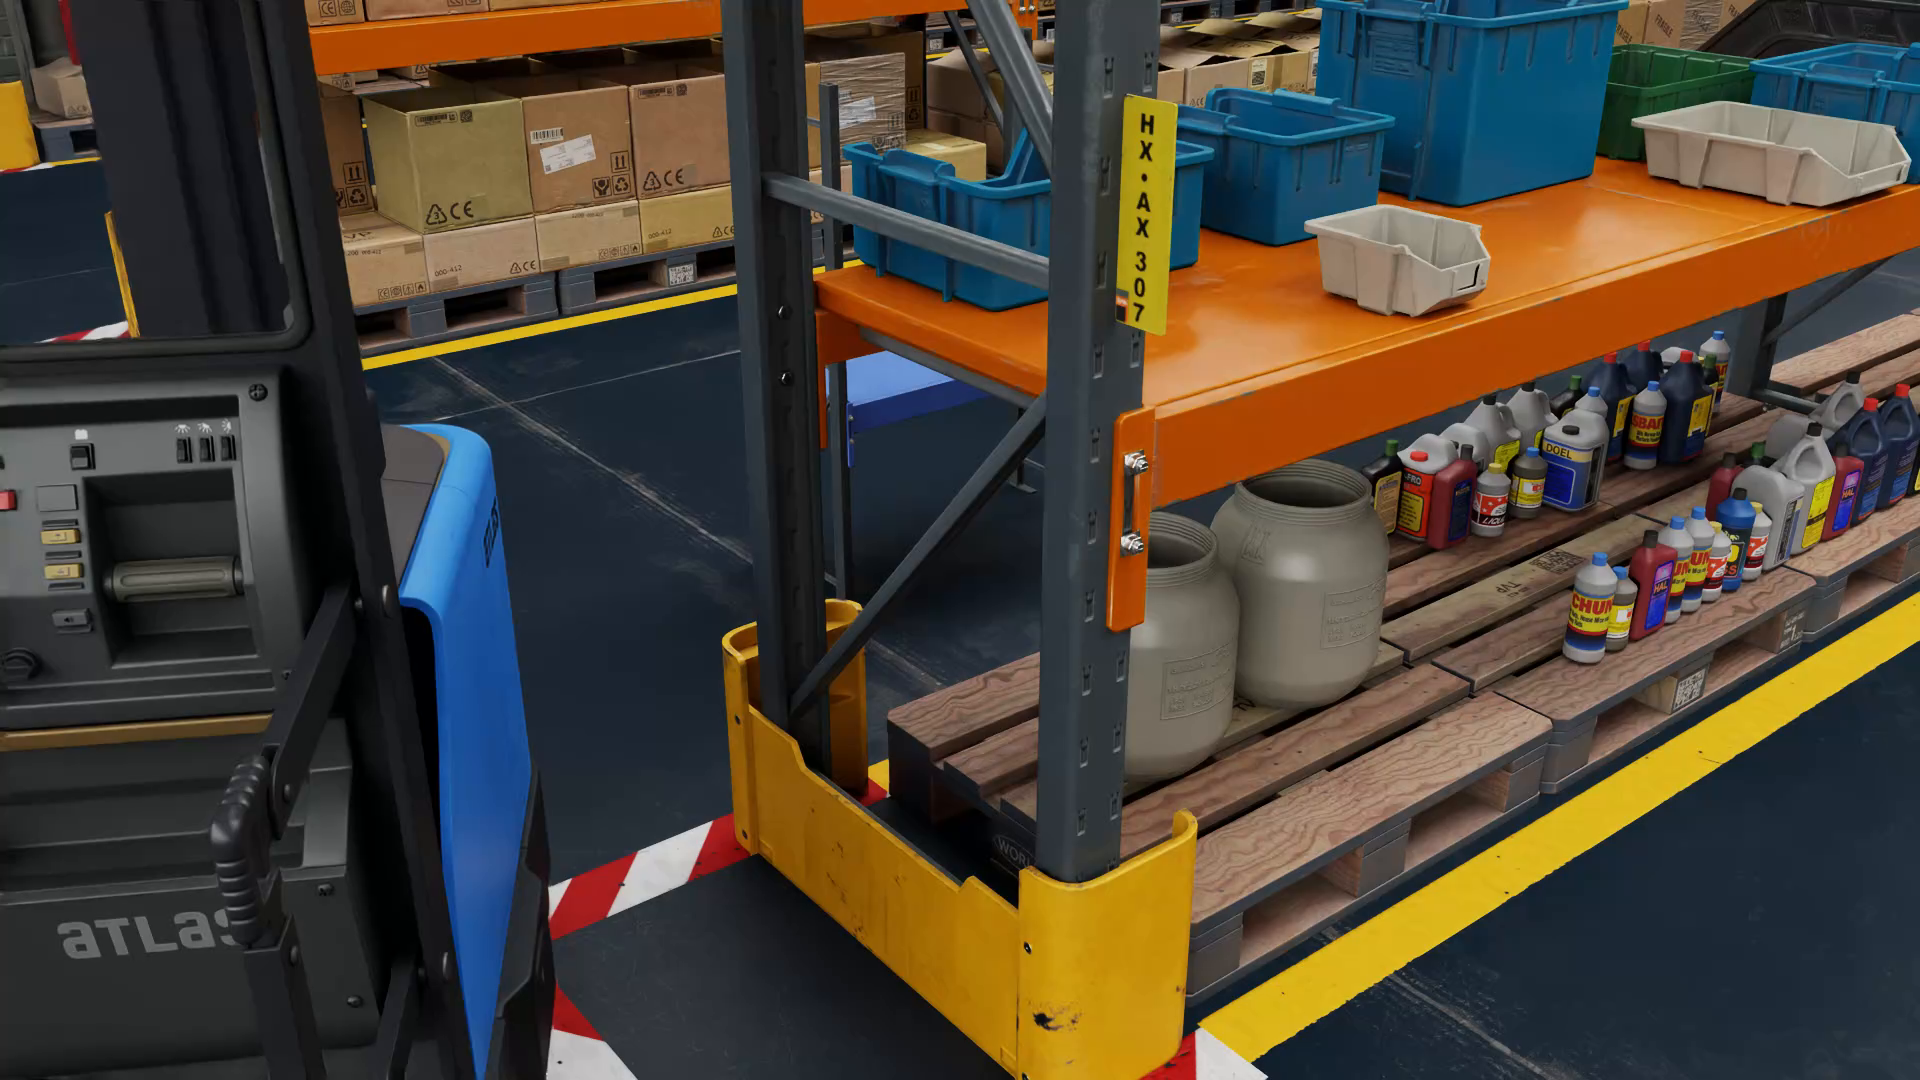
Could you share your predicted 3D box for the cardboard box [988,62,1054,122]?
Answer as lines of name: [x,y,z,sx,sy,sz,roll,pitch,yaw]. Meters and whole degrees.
cardboard box: [0.497,-2.415,8.992,0.500,0.311,0.500,-18,30,-34]

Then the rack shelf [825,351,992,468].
rack shelf: [-0.067,-0.495,4.962,1.000,0.185,0.538,-18,31,-34]

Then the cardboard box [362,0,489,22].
cardboard box: [-2.344,-2.454,6.855,0.500,0.500,0.700,-17,30,-33]

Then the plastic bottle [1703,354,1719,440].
plastic bottle: [2.379,-0.452,5.366,0.133,0.283,0.061,-18,31,-34]

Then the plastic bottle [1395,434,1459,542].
plastic bottle: [1.314,-0.154,4.732,0.135,0.276,0.152,-18,30,-34]

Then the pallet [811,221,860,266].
pallet: [-0.633,-1.735,8.738,1.213,0.211,1.003,-18,31,-34]

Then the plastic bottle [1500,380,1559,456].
plastic bottle: [1.698,-0.317,4.994,0.185,0.351,0.144,-19,31,-34]

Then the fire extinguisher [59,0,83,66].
fire extinguisher: [-3.509,-2.242,6.609,0.183,0.674,0.296,-18,31,-34]

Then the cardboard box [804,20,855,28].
cardboard box: [-1.279,-4.499,13.828,0.500,0.500,0.700,-18,31,-34]

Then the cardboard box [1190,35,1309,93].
cardboard box: [1.706,-2.815,9.853,0.500,0.311,0.500,-17,30,-33]

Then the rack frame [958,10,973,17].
rack frame: [0.106,-5.872,14.338,0.127,3.000,1.000,-18,31,-34]

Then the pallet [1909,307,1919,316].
pallet: [4.627,-0.821,6.769,1.213,0.211,1.003,-18,31,-34]

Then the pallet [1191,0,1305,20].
pallet: [2.693,-5.420,16.679,1.213,0.211,1.003,-18,31,-34]

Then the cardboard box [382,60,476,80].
cardboard box: [-3.833,-3.615,11.924,0.500,0.500,0.500,-21,32,-38]

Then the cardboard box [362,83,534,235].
cardboard box: [-2.178,-1.633,7.082,0.500,0.500,0.500,-18,31,-34]

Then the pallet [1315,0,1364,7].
pallet: [3.901,-5.817,17.534,1.213,0.211,1.003,-18,31,-34]

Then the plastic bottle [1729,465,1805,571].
plastic bottle: [2.207,-0.077,4.566,0.135,0.276,0.152,-18,30,-33]

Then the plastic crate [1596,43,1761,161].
plastic crate: [1.829,-1.195,4.514,0.662,0.188,0.450,-18,31,-34]

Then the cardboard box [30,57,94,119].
cardboard box: [-5.589,-2.923,10.657,0.500,0.311,0.500,-23,33,-40]

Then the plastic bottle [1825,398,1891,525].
plastic bottle: [2.592,-0.236,4.819,0.185,0.351,0.144,-20,32,-37]

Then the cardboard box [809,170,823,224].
cardboard box: [-0.996,-1.682,8.078,0.500,0.250,0.500,-18,31,-34]

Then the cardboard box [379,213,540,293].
cardboard box: [-2.179,-1.293,7.241,0.500,0.250,0.500,-18,31,-34]

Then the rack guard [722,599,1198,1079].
rack guard: [-0.045,0.587,3.392,0.348,0.500,1.175,-18,31,-34]

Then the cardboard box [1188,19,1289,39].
cardboard box: [1.762,-3.120,10.510,0.500,0.311,0.500,-19,31,-35]

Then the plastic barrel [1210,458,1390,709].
plastic barrel: [0.789,0.100,3.928,0.421,0.512,0.421,0,25,0]

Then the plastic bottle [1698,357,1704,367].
plastic bottle: [2.471,-0.517,5.602,0.097,0.201,0.097,0,25,0]

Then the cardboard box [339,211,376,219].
cardboard box: [-2.890,-1.334,7.328,0.500,0.250,0.500,-18,31,-34]

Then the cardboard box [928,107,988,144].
cardboard box: [0.166,-2.340,9.495,0.500,0.250,0.500,-19,31,-35]

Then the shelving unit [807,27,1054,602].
shelving unit: [-0.067,-0.658,4.887,1.048,1.500,0.538,-18,31,-34]

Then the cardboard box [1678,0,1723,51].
cardboard box: [5.313,-3.858,12.445,0.500,0.500,0.500,-18,30,-33]

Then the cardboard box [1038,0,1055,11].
cardboard box: [0.766,-5.235,15.021,0.750,0.750,0.750,-19,31,-35]

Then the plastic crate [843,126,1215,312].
plastic crate: [0.133,-0.673,3.314,0.616,0.251,0.499,-18,31,-34]

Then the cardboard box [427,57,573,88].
cardboard box: [-2.113,-1.939,7.742,0.500,0.500,0.500,-18,31,-34]

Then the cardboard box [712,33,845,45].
cardboard box: [-0.928,-2.327,8.577,0.500,0.500,0.500,-18,31,-34]

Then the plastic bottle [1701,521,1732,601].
plastic bottle: [1.970,0.050,4.381,0.097,0.201,0.097,0,25,0]

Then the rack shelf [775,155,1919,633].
rack shelf: [1.498,-0.705,4.060,4.000,0.370,1.077,-18,31,-34]

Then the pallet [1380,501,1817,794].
pallet: [1.557,0.194,4.582,1.213,0.211,1.003,-18,31,-34]

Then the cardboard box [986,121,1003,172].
cardboard box: [0.489,-2.159,9.105,0.500,0.250,0.500,-19,31,-35]

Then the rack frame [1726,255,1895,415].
rack frame: [3.072,-1.551,5.028,0.127,3.000,1.000,-18,31,-34]

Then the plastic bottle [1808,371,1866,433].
plastic bottle: [2.654,-0.334,5.030,0.185,0.351,0.144,-18,31,-34]

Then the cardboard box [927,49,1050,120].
cardboard box: [0.160,-2.590,9.370,0.500,0.311,0.500,-18,31,-34]

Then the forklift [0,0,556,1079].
forklift: [-1.191,0.055,1.650,1.130,2.935,3.031,-4,25,-8]

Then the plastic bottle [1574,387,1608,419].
plastic bottle: [1.939,-0.341,5.140,0.097,0.271,0.097,0,25,0]

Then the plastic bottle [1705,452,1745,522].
plastic bottle: [2.141,-0.116,4.640,0.133,0.283,0.061,-18,31,-34]

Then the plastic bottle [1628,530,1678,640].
plastic bottle: [1.733,0.100,4.174,0.133,0.283,0.061,-18,30,-33]

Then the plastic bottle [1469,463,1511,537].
plastic bottle: [1.515,-0.120,4.747,0.097,0.201,0.097,0,25,0]

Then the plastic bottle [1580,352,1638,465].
plastic bottle: [2.032,-0.427,5.232,0.185,0.351,0.144,-20,31,-36]

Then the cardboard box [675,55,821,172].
cardboard box: [-1.004,-2.026,7.929,0.500,0.500,0.500,-18,31,-34]

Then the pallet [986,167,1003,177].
pallet: [0.574,-2.132,9.593,1.213,0.211,1.003,-18,31,-34]

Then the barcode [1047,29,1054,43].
barcode: [0.476,-2.622,8.643,0.075,0.075,0.001,-18,31,-34]
